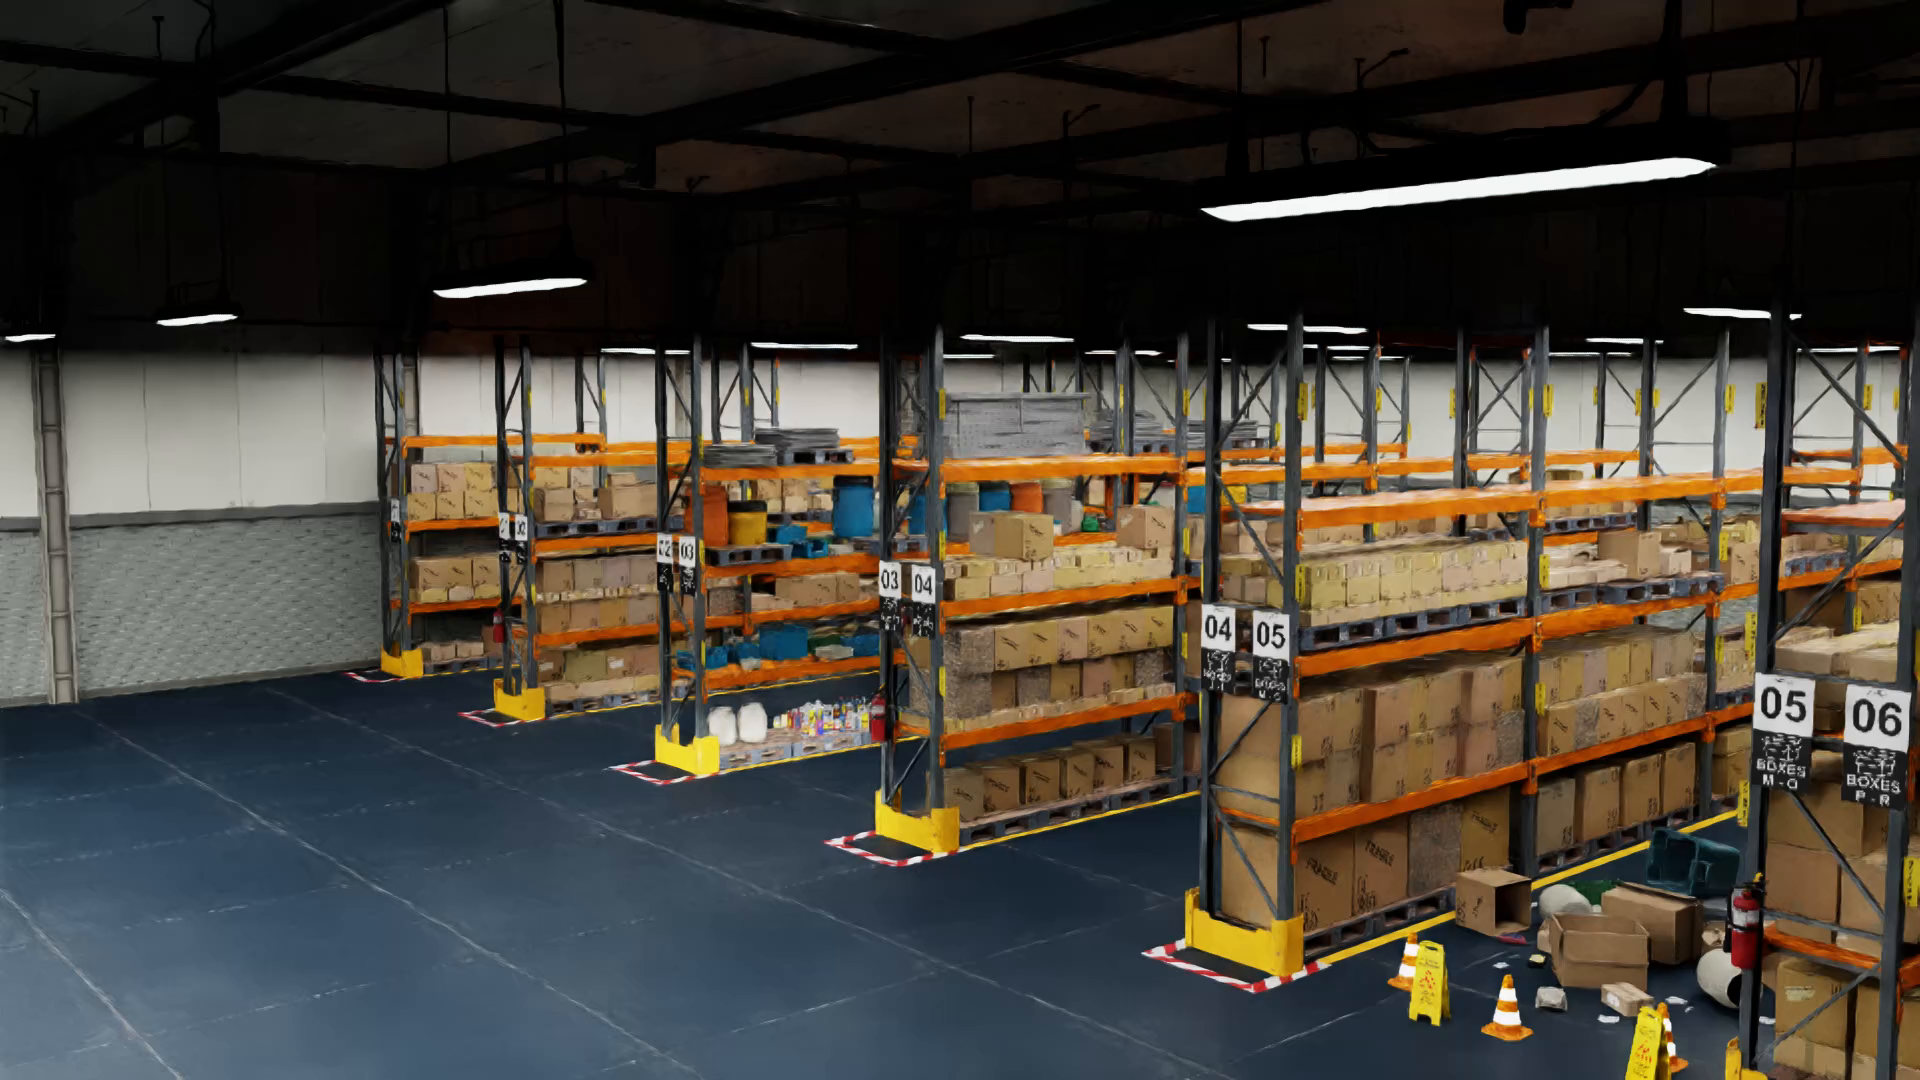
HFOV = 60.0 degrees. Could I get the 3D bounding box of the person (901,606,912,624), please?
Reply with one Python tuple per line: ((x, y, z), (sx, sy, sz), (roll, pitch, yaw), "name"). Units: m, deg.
((-1.073, 0.976, 35.949), (0.396, 1.792, 0.657), (3, 6, 32), "person")
